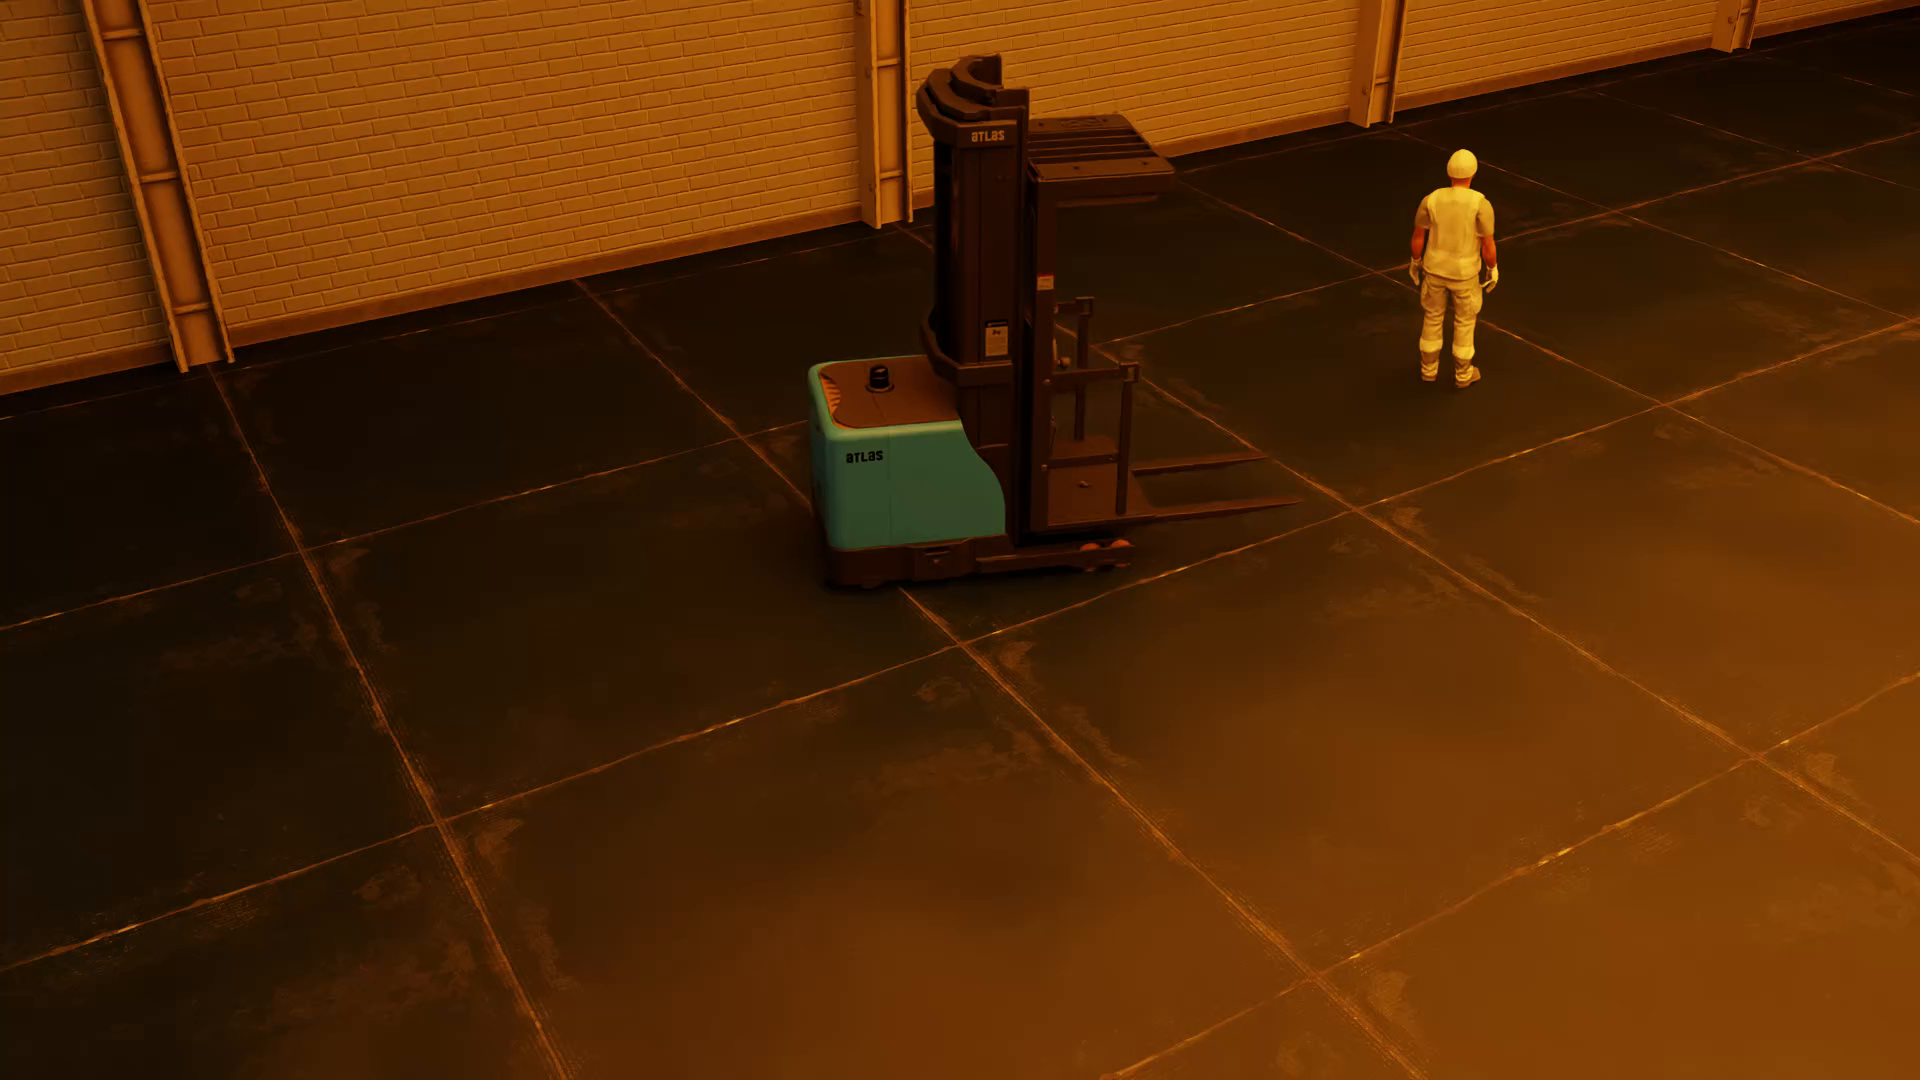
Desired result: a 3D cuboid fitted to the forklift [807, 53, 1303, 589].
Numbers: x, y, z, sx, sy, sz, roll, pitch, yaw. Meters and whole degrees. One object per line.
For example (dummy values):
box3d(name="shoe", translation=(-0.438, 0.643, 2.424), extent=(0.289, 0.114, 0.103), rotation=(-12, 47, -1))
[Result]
box3d(name="forklift", translation=(0.615, -1.331, 9.869), extent=(3.031, 2.935, 1.130), rotation=(-6, 31, -10))

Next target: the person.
box3d(name="person", translation=(3.590, -1.971, 12.051), extent=(0.634, 1.797, 0.513), rotation=(18, 35, 27))
